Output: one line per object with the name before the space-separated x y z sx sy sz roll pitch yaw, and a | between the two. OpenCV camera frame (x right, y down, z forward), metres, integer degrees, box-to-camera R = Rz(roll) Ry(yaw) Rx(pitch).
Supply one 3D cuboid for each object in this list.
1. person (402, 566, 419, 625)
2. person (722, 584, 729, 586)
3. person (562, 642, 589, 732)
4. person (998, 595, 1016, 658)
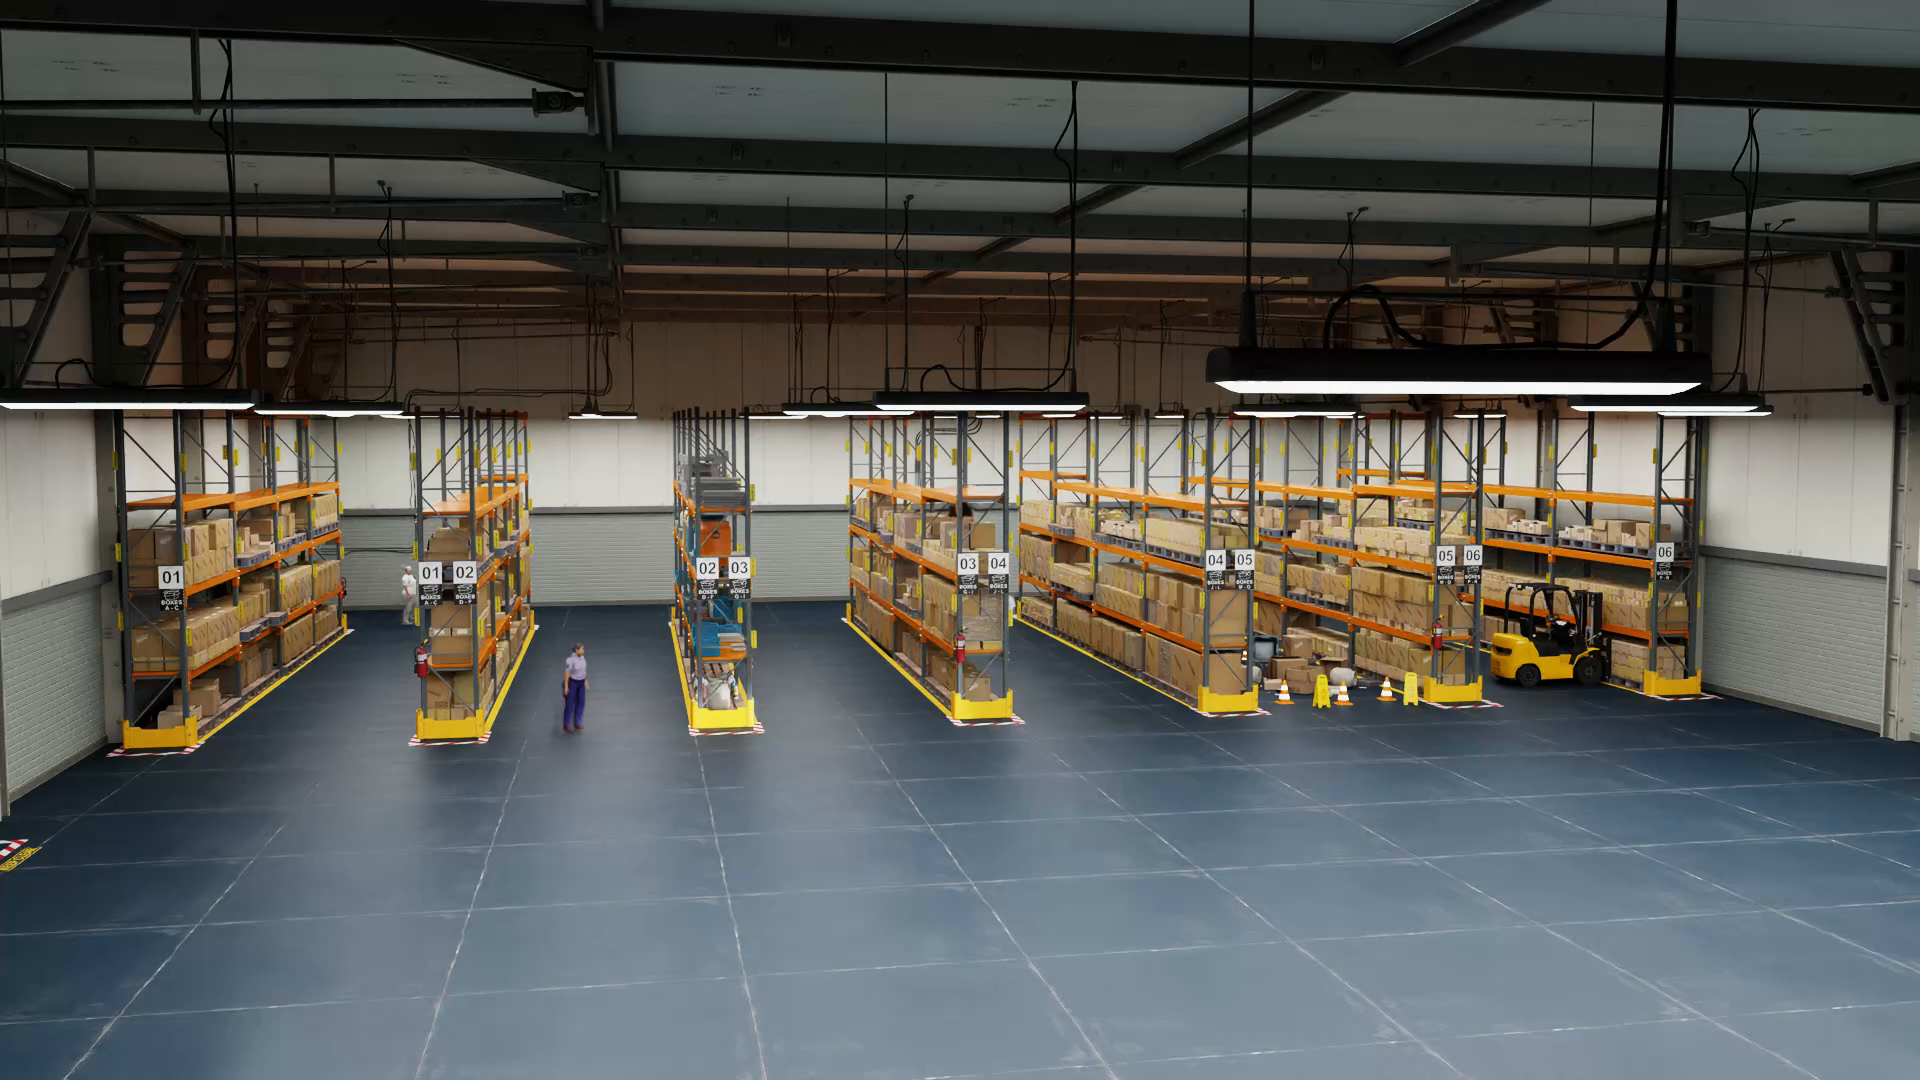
person | -15.453 1.570 46.795 0.503 1.687 0.501 0 4 0
person | -6.818 1.378 48.602 0.607 1.771 0.415 -1 4 -13
person | -7.145 2.716 30.836 0.396 1.651 0.524 2 5 27
person | 1.032 1.994 40.816 0.651 1.814 0.935 -1 4 -11
